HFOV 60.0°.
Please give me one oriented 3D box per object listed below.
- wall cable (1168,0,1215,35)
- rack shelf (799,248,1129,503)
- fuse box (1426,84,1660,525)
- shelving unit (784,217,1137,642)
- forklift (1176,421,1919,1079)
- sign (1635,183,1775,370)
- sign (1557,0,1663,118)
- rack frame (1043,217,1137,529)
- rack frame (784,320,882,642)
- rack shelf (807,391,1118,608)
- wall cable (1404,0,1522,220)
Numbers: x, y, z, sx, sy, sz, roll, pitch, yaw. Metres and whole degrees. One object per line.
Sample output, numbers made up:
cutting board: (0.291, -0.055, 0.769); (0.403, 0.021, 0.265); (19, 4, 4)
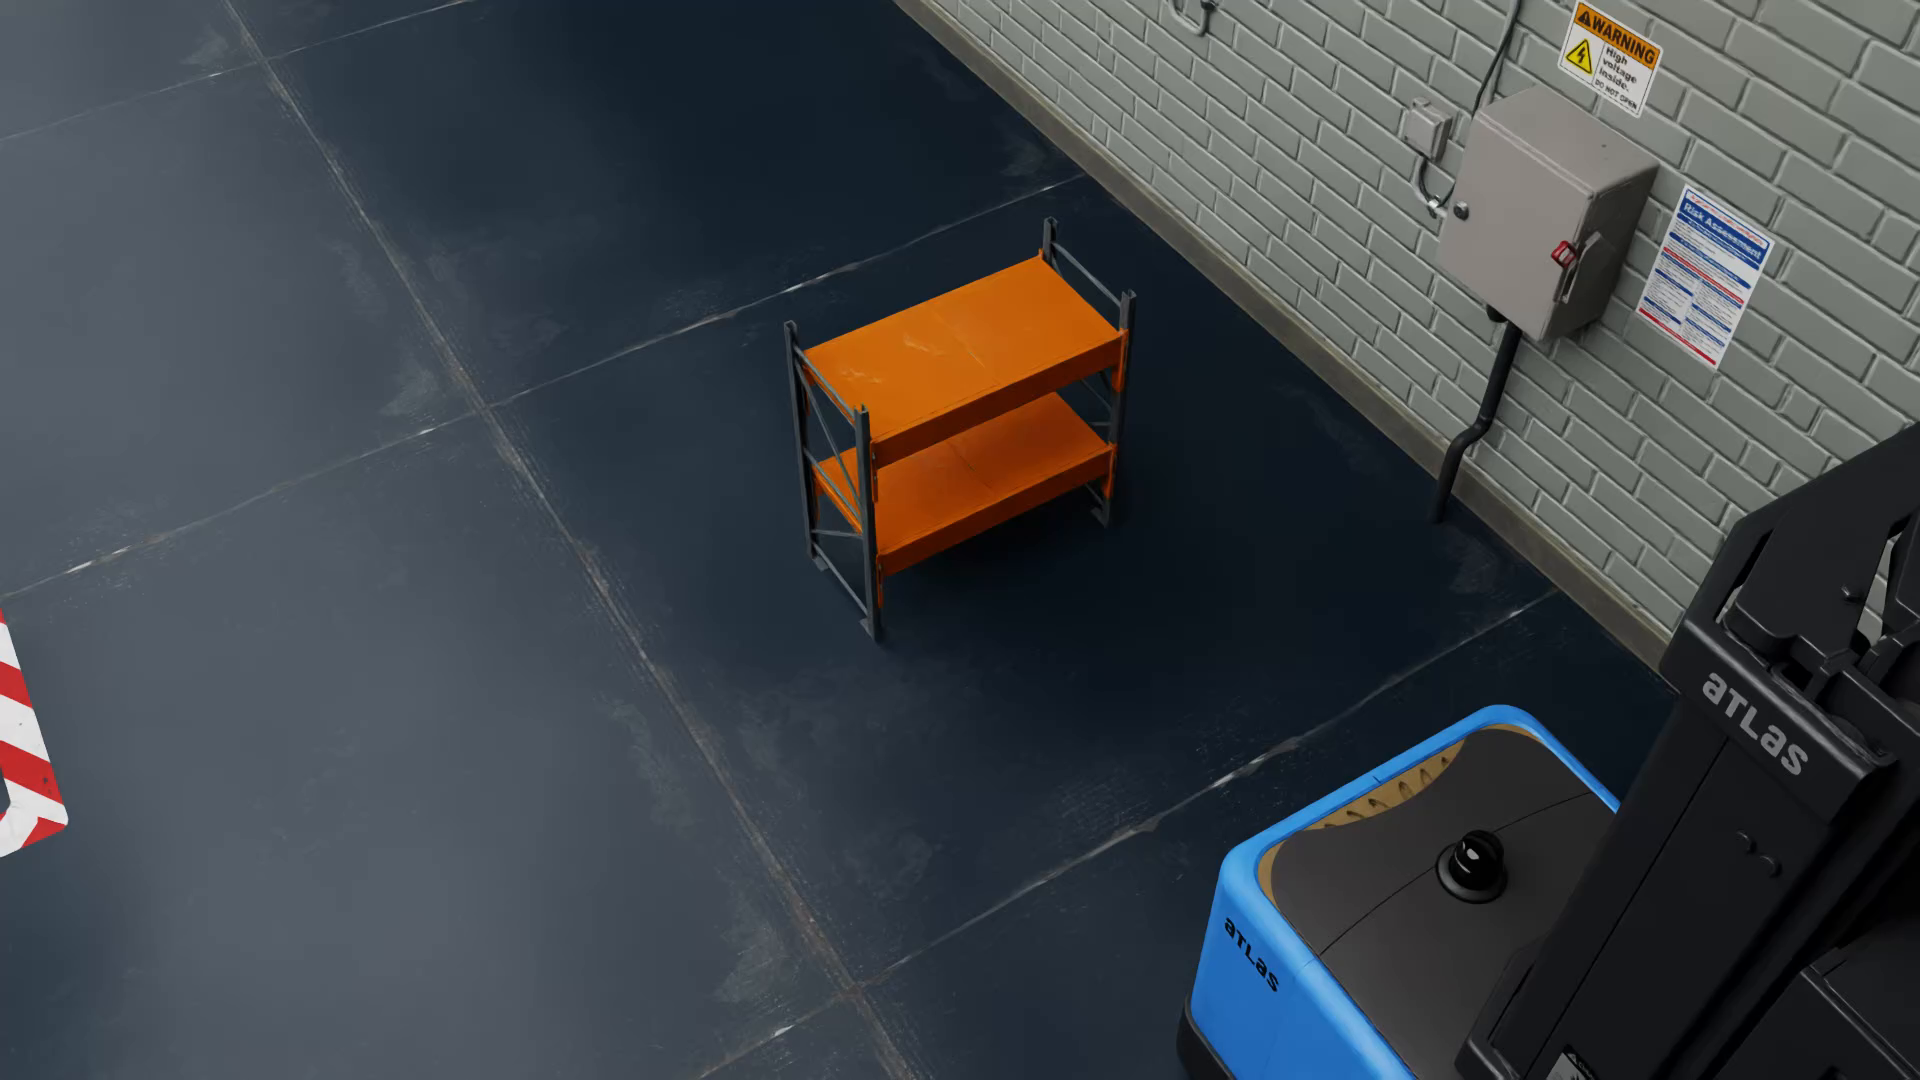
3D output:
wall cable: (0.796, -2.782, 6.018); (0.123, 1.953, 0.585); (-25, 53, -21)
rack shelf: (0.006, -0.571, 5.614); (1.000, 0.278, 0.538); (-25, 53, -21)
fuse box: (1.793, -0.620, 5.657); (0.414, 1.711, 0.539); (-25, 53, -21)
shelving unit: (0.006, -0.377, 5.832); (1.048, 1.125, 0.538); (-25, 53, -21)
forklift: (1.820, 1.286, 3.142); (1.130, 2.935, 3.031); (-24, 53, -20)
sign: (2.232, -0.788, 5.007); (0.001, 0.494, 0.329); (-25, 53, -21)
sign: (1.939, -1.441, 4.972); (0.001, 0.242, 0.339); (-25, 53, -21)
rack frame: (0.436, -0.579, 6.013); (0.032, 1.125, 0.500); (-25, 53, -21)
rack frame: (-0.424, -0.174, 5.652); (0.032, 1.125, 0.500); (-25, 53, -21)
rack shelf: (0.006, -0.214, 6.015); (1.000, 0.278, 0.538); (-25, 53, -21)
wall cable: (1.562, -1.881, 5.236); (0.122, 1.984, 0.588); (-25, 53, -21)
